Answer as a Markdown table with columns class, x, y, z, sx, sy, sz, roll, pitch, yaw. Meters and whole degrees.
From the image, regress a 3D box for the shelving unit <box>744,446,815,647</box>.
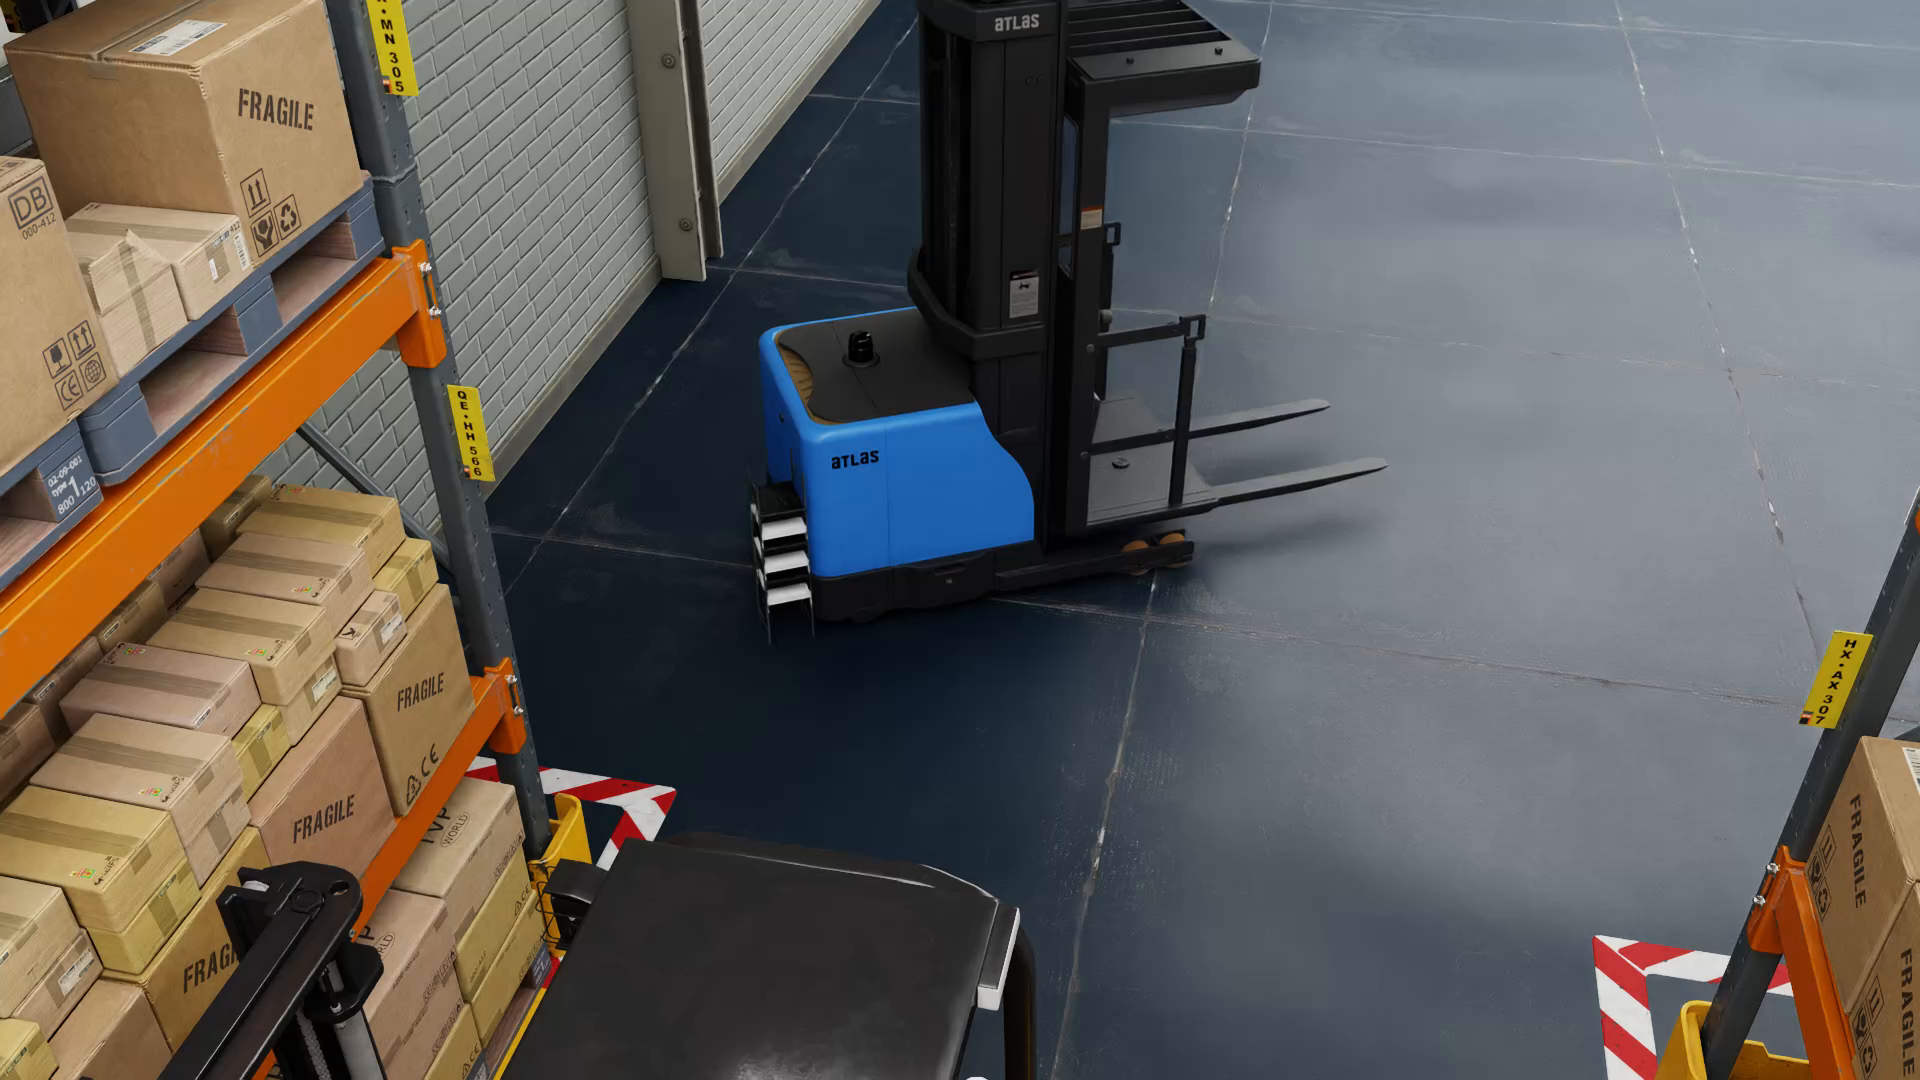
| class | x | y | z | sx | sy | sz | roll | pitch | yaw |
| --- | --- | --- | --- | --- | --- | --- | --- | --- | --- |
| shelving unit | -0.803 | 0.037 | 7.432 | 0.210 | 0.900 | 0.258 | -11 | 37 | -15 |

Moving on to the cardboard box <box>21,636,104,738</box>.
| class | x | y | z | sx | sy | sz | roll | pitch | yaw |
| --- | --- | --- | --- | --- | --- | --- | --- | --- | --- |
| cardboard box | -2.461 | 0.355 | 4.313 | 0.380 | 0.149 | 0.250 | 8 | 37 | 10 |

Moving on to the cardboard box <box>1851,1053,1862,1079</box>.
| class | x | y | z | sx | sy | sz | roll | pitch | yaw |
| --- | --- | --- | --- | --- | --- | --- | --- | --- | --- |
| cardboard box | 2.418 | 1.353 | 4.041 | 0.380 | 0.149 | 0.250 | 6 | 36 | 8 |

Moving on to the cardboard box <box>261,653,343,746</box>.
| class | x | y | z | sx | sy | sz | roll | pitch | yaw |
| --- | --- | --- | --- | --- | --- | --- | --- | --- | --- |
| cardboard box | -1.923 | 0.396 | 4.510 | 0.380 | 0.149 | 0.250 | 8 | 37 | 11 |

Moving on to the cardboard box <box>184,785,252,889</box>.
| class | x | y | z | sx | sy | sz | roll | pitch | yaw |
| --- | --- | --- | --- | --- | --- | --- | --- | --- | --- |
| cardboard box | -1.997 | 0.696 | 4.096 | 0.380 | 0.149 | 0.250 | 6 | 36 | 8 |

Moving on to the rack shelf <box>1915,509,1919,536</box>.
| class | x | y | z | sx | sy | sz | roll | pitch | yaw |
| --- | --- | --- | --- | --- | --- | --- | --- | --- | --- |
| rack shelf | 2.441 | 1.017 | 2.347 | 1.077 | 0.370 | 4.000 | 7 | 37 | 10 |

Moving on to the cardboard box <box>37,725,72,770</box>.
| class | x | y | z | sx | sy | sz | roll | pitch | yaw |
| --- | --- | --- | --- | --- | --- | --- | --- | --- | --- |
| cardboard box | -2.475 | 0.473 | 4.404 | 0.380 | 0.149 | 0.250 | 6 | 36 | 8 |

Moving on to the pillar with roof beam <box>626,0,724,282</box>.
| class | x | y | z | sx | sy | sz | roll | pitch | yaw |
| --- | --- | --- | --- | --- | --- | --- | --- | --- | --- |
| pillar with roof beam | 2.477 | -4.869 | 7.300 | 9.100 | 9.000 | 0.400 | 7 | 37 | 10 |

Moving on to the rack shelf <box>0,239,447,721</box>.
| class | x | y | z | sx | sy | sz | roll | pitch | yaw |
| --- | --- | --- | --- | --- | --- | --- | --- | --- | --- |
| rack shelf | -2.409 | 0.397 | 3.203 | 1.077 | 0.370 | 4.000 | 7 | 37 | 10 |

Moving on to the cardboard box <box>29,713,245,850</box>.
| class | x | y | z | sx | sy | sz | roll | pitch | yaw |
| --- | --- | --- | --- | --- | --- | --- | --- | --- | --- |
| cardboard box | -1.977 | 0.577 | 4.006 | 0.380 | 0.149 | 0.250 | 8 | 37 | 11 |

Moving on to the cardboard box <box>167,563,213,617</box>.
| class | x | y | z | sx | sy | sz | roll | pitch | yaw |
| --- | --- | --- | --- | --- | --- | --- | --- | --- | --- |
| cardboard box | -2.298 | 0.182 | 4.805 | 0.380 | 0.149 | 0.250 | 7 | 37 | 10 |

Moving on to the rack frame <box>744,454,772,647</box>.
| class | x | y | z | sx | sy | sz | roll | pitch | yaw |
| --- | --- | --- | --- | --- | --- | --- | --- | --- | --- |
| rack frame | -0.899 | 0.056 | 7.406 | 0.006 | 0.900 | 0.240 | -11 | 37 | -15 |

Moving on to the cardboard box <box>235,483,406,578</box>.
| class | x | y | z | sx | sy | sz | roll | pitch | yaw |
| --- | --- | --- | --- | --- | --- | --- | --- | --- | --- |
| cardboard box | -1.852 | -0.018 | 4.827 | 0.380 | 0.149 | 0.250 | 7 | 37 | 10 |

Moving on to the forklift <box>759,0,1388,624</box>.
| class | x | y | z | sx | sy | sz | roll | pitch | yaw |
| --- | --- | --- | --- | --- | --- | --- | --- | --- | --- |
| forklift | 0.620 | -1.302 | 7.549 | 3.031 | 2.935 | 1.130 | -11 | 37 | -14 |

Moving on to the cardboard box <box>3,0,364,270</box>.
| class | x | y | z | sx | sy | sz | roll | pitch | yaw |
| --- | --- | --- | --- | --- | --- | --- | --- | --- | --- |
| cardboard box | -1.838 | -1.007 | 4.000 | 0.500 | 0.500 | 0.500 | 8 | 37 | 11 |

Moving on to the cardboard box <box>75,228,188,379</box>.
| class | x | y | z | sx | sy | sz | roll | pitch | yaw |
| --- | --- | --- | --- | --- | --- | --- | --- | --- | --- |
| cardboard box | -1.916 | -0.538 | 3.552 | 0.396 | 0.266 | 0.258 | 7 | 37 | 10 |

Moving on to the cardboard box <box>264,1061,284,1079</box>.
| class | x | y | z | sx | sy | sz | roll | pitch | yaw |
| --- | --- | --- | --- | --- | --- | --- | --- | --- | --- |
| cardboard box | -1.976 | 1.599 | 4.620 | 0.500 | 0.250 | 0.500 | 8 | 37 | 11 |

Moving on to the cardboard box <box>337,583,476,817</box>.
| class | x | y | z | sx | sy | sz | roll | pitch | yaw |
| --- | --- | --- | --- | --- | --- | --- | --- | --- | --- |
| cardboard box | -1.830 | 0.448 | 4.990 | 0.500 | 0.500 | 0.500 | 7 | 36 | 9 |

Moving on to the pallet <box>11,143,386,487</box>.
| class | x | y | z | sx | sy | sz | roll | pitch | yaw |
| --- | --- | --- | --- | --- | --- | --- | --- | --- | --- |
| pallet | -2.158 | -0.603 | 4.045 | 1.003 | 0.211 | 1.213 | 7 | 37 | 10 |

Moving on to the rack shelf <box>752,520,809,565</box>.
| class | x | y | z | sx | sy | sz | roll | pitch | yaw |
| --- | --- | --- | --- | --- | --- | --- | --- | --- | --- |
| rack shelf | -0.803 | -0.009 | 7.399 | 0.200 | 0.077 | 0.258 | -11 | 37 | -15 |

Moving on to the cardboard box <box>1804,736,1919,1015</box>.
| class | x | y | z | sx | sy | sz | roll | pitch | yaw |
| --- | --- | --- | --- | --- | --- | --- | --- | --- | --- |
| cardboard box | 2.496 | 0.870 | 4.155 | 0.500 | 0.500 | 0.500 | 7 | 36 | 9 |

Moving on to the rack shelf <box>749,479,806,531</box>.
| class | x | y | z | sx | sy | sz | roll | pitch | yaw |
| --- | --- | --- | --- | --- | --- | --- | --- | --- | --- |
| rack shelf | -0.803 | -0.155 | 7.293 | 0.200 | 0.077 | 0.258 | -11 | 37 | -15 |

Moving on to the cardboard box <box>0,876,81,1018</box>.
| class | x | y | z | sx | sy | sz | roll | pitch | yaw |
| --- | --- | --- | --- | --- | --- | --- | --- | --- | --- |
| cardboard box | -2.174 | 0.862 | 3.613 | 0.380 | 0.149 | 0.250 | 8 | 37 | 11 |

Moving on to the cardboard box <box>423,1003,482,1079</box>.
| class | x | y | z | sx | sy | sz | roll | pitch | yaw |
| --- | --- | --- | --- | --- | --- | --- | --- | --- | --- |
| cardboard box | -1.889 | 1.710 | 5.320 | 0.500 | 0.250 | 0.500 | 7 | 37 | 10 |

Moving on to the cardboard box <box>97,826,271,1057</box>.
| class | x | y | z | sx | sy | sz | roll | pitch | yaw |
| --- | --- | --- | --- | --- | --- | --- | --- | --- | --- |
| cardboard box | -2.059 | 1.039 | 4.176 | 0.500 | 0.500 | 0.500 | 7 | 36 | 9 |

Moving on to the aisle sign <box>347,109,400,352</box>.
| class | x | y | z | sx | sy | sz | roll | pitch | yaw |
| --- | --- | --- | --- | --- | --- | --- | --- | --- | --- |
| aisle sign | -1.680 | -0.880 | 4.692 | 0.394 | 0.787 | 0.004 | 7 | 37 | 10 |

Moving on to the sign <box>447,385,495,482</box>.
| class | x | y | z | sx | sy | sz | roll | pitch | yaw |
| --- | --- | --- | --- | --- | --- | --- | --- | --- | --- |
| sign | -1.454 | -0.315 | 4.940 | 0.100 | 0.325 | 0.005 | 7 | 37 | 10 |

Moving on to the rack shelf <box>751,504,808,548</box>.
| class | x | y | z | sx | sy | sz | roll | pitch | yaw |
| --- | --- | --- | --- | --- | --- | --- | --- | --- | --- |
| rack shelf | -0.803 | -0.082 | 7.346 | 0.200 | 0.077 | 0.258 | -11 | 37 | -15 |

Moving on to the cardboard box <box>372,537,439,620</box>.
| class | x | y | z | sx | sy | sz | roll | pitch | yaw |
| --- | --- | --- | --- | --- | --- | --- | --- | --- | --- |
| cardboard box | -1.782 | 0.105 | 4.912 | 0.380 | 0.149 | 0.250 | 8 | 37 | 11 |

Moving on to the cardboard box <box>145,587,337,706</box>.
| class | x | y | z | sx | sy | sz | roll | pitch | yaw |
| --- | --- | --- | --- | --- | --- | --- | --- | --- | --- |
| cardboard box | -1.904 | 0.281 | 4.415 | 0.380 | 0.149 | 0.250 | 8 | 37 | 11 |

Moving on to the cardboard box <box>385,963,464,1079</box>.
| class | x | y | z | sx | sy | sz | roll | pitch | yaw |
| --- | --- | --- | --- | --- | --- | --- | --- | --- | --- |
| cardboard box | -1.898 | 1.519 | 5.157 | 0.500 | 0.250 | 0.500 | 7 | 37 | 10 |

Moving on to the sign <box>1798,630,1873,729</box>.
| class | x | y | z | sx | sy | sz | roll | pitch | yaw |
| --- | --- | --- | --- | --- | --- | --- | --- | --- | --- |
| sign | 2.338 | 0.375 | 4.438 | 0.100 | 0.325 | 0.005 | 7 | 37 | 10 |

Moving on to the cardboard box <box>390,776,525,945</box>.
| class | x | y | z | sx | sy | sz | roll | pitch | yaw |
| --- | --- | --- | --- | --- | --- | --- | --- | --- | --- |
| cardboard box | -1.775 | 1.015 | 5.426 | 0.500 | 0.250 | 0.500 | 8 | 37 | 12 |

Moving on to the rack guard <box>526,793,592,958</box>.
| class | x | y | z | sx | sy | sz | roll | pitch | yaw |
| --- | --- | --- | --- | --- | --- | --- | --- | --- | --- |
| rack guard | -1.976 | 1.172 | 6.207 | 1.175 | 0.500 | 0.348 | 7 | 37 | 10 |

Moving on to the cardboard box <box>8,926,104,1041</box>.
| class | x | y | z | sx | sy | sz | roll | pitch | yaw |
| --- | --- | --- | --- | --- | --- | --- | --- | --- | --- |
| cardboard box | -2.173 | 0.975 | 3.711 | 0.380 | 0.149 | 0.250 | 7 | 37 | 10 |

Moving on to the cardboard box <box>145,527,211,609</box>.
| class | x | y | z | sx | sy | sz | roll | pitch | yaw |
| --- | --- | --- | --- | --- | --- | --- | --- | --- | --- |
| cardboard box | -2.380 | 0.061 | 4.719 | 0.380 | 0.149 | 0.250 | 9 | 37 | 12 |

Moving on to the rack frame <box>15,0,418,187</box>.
| class | x | y | z | sx | sy | sz | roll | pitch | yaw |
| --- | --- | --- | --- | --- | --- | --- | --- | --- | --- |
| rack frame | -1.981 | -2.255 | 3.694 | 1.000 | 3.000 | 0.127 | 7 | 37 | 10 |
